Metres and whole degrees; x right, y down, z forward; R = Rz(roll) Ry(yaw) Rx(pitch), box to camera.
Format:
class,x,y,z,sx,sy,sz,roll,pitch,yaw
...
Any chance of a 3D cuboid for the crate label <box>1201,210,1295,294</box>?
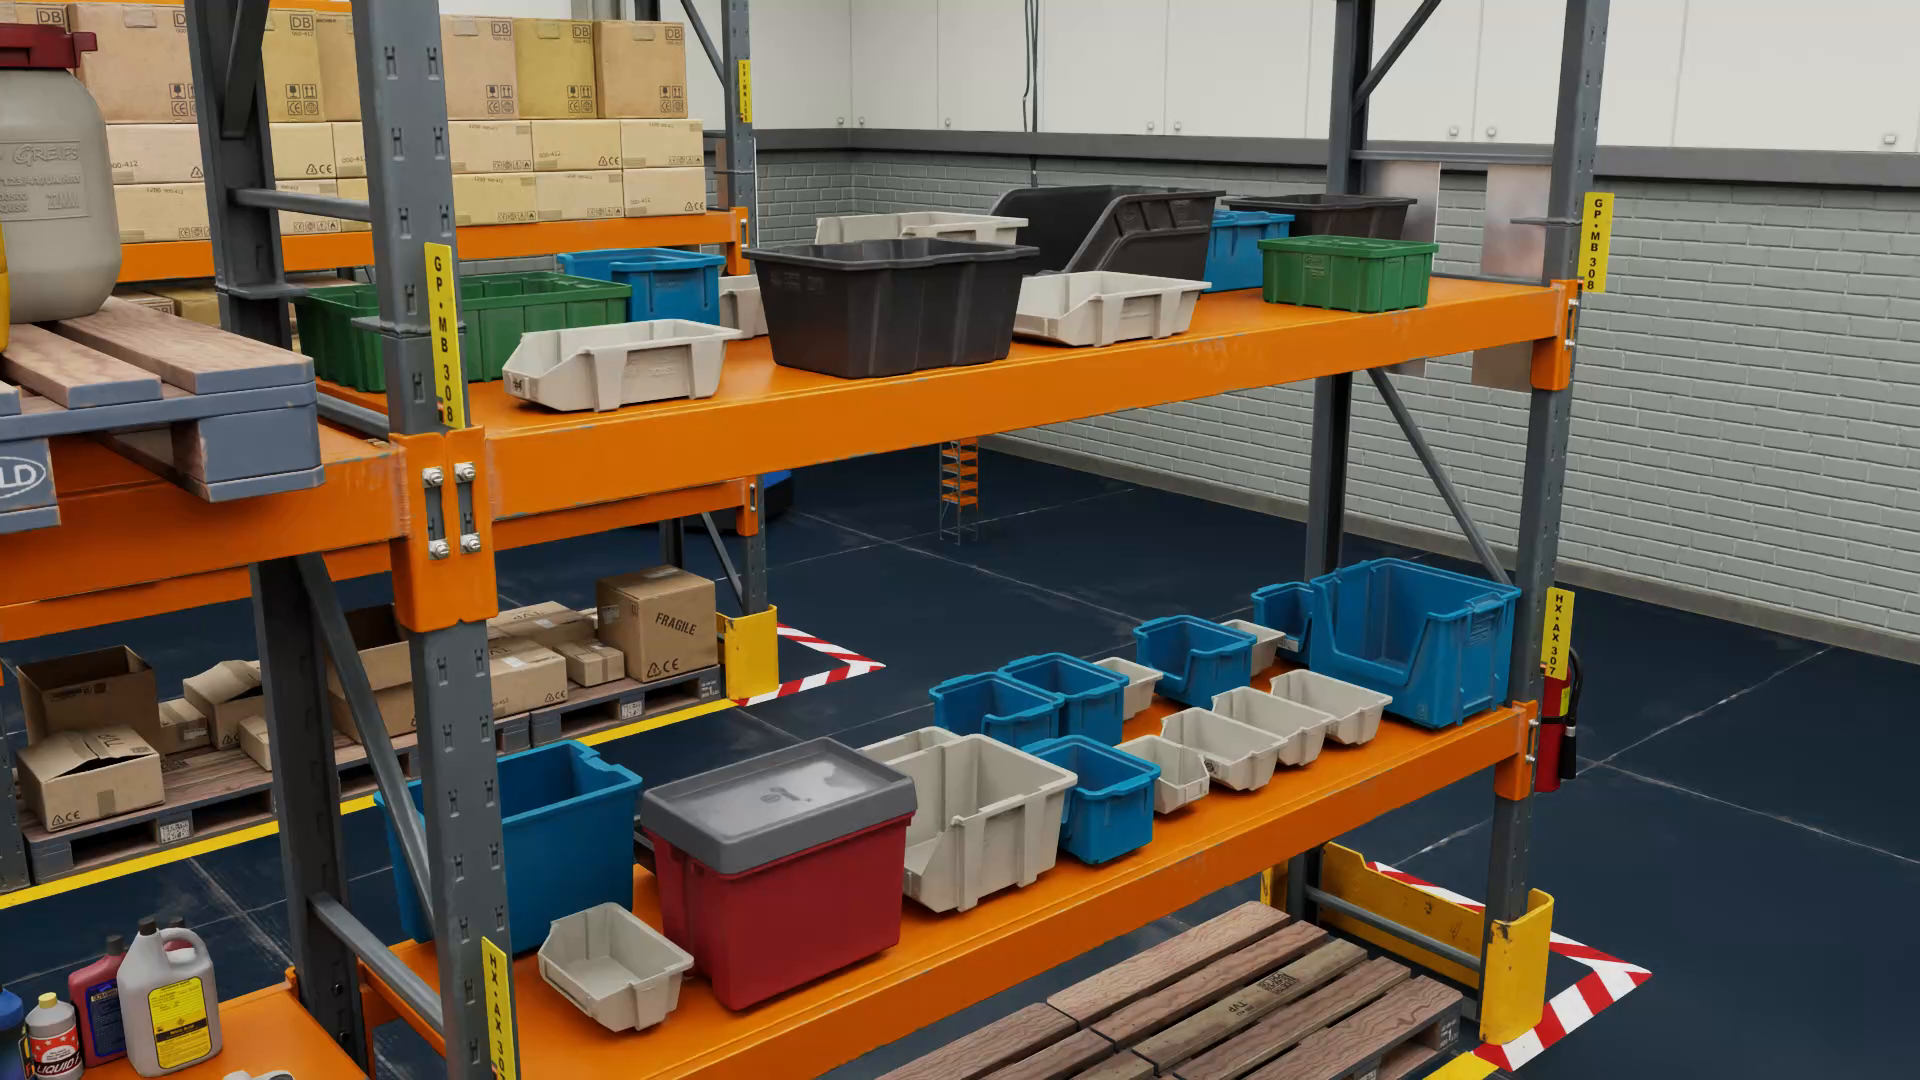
class,x,y,z,sx,sy,sz,roll,pitch,yaw
crate label,0.830,-0.979,5.577,0.502,0.251,0.408,-13,19,-39

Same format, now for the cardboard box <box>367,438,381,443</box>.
class,x,y,z,sx,sy,sz,roll,pitch,yaw
cardboard box,-2.822,-0.801,8.304,0.500,0.500,0.500,-12,19,-38

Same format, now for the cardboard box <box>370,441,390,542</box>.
class,x,y,z,sx,sy,sz,roll,pitch,yaw
cardboard box,-2.819,-0.322,8.448,0.500,0.500,0.500,-13,20,-40

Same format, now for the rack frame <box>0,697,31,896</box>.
class,x,y,z,sx,sy,sz,roll,pitch,yaw
rack frame,-4.528,0.018,7.370,0.127,3.000,1.000,-13,19,-39

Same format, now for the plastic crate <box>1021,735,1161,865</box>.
class,x,y,z,sx,sy,sz,roll,pitch,yaw
plastic crate,0.357,0.755,4.819,0.300,0.233,0.416,-13,19,-39

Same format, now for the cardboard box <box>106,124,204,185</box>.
class,x,y,z,sx,sy,sz,roll,pitch,yaw
cardboard box,-3.622,-1.719,7.384,0.500,0.250,0.500,-13,19,-39

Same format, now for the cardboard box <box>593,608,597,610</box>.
class,x,y,z,sx,sy,sz,roll,pitch,yaw
cardboard box,-2.052,0.509,10.203,0.250,0.149,0.380,-13,19,-39

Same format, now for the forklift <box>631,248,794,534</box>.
class,x,y,z,sx,sy,sz,roll,pitch,yaw
forklift,-2.987,-1.679,13.854,3.031,2.935,1.130,5,16,19

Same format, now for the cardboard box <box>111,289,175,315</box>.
class,x,y,z,sx,sy,sz,roll,pitch,yaw
cardboard box,-6.266,-1.427,12.199,0.700,0.700,0.980,-14,20,-42

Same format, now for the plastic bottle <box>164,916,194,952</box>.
class,x,y,z,sx,sy,sz,roll,pitch,yaw
plastic bottle,-1.836,1.018,3.851,0.133,0.283,0.061,-13,19,-39

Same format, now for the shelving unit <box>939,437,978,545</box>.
class,x,y,z,sx,sy,sz,roll,pitch,yaw
shelving unit,-0.011,-0.577,13.086,0.189,1.200,0.258,-13,19,-39

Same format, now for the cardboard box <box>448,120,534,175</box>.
class,x,y,z,sx,sy,sz,roll,pitch,yaw
cardboard box,-2.487,-1.973,8.332,0.500,0.250,0.500,-13,19,-39

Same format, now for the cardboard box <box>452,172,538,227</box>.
class,x,y,z,sx,sy,sz,roll,pitch,yaw
cardboard box,-2.478,-1.728,8.386,0.500,0.250,0.500,-13,19,-39

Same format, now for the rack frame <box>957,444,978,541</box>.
class,x,y,z,sx,sy,sz,roll,pitch,yaw
rack frame,0.058,-0.593,13.144,0.006,1.200,0.240,-13,19,-39

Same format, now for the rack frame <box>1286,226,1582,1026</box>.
class,x,y,z,sx,sy,sz,roll,pitch,yaw
rack frame,1.738,0.305,6.295,0.127,3.000,1.000,-13,19,-39

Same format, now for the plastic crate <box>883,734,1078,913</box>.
class,x,y,z,sx,sy,sz,roll,pitch,yaw
plastic crate,-0.006,0.788,4.599,0.530,0.282,0.437,-13,19,-39

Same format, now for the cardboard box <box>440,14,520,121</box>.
class,x,y,z,sx,sy,sz,roll,pitch,yaw
cardboard box,-2.627,-2.376,8.390,0.500,0.500,0.700,-13,19,-39

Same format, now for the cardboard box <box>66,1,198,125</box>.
class,x,y,z,sx,sy,sz,roll,pitch,yaw
cardboard box,-3.716,-2.110,7.391,0.500,0.500,0.700,-13,19,-39

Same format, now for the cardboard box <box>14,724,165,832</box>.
class,x,y,z,sx,sy,sz,roll,pitch,yaw
cardboard box,-4.069,1.075,7.769,0.500,0.311,0.500,-13,19,-39

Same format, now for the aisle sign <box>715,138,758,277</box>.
class,x,y,z,sx,sy,sz,roll,pitch,yaw
aisle sign,-1.258,-1.868,9.392,0.004,0.787,0.394,-13,19,-39

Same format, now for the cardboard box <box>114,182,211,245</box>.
class,x,y,z,sx,sy,sz,roll,pitch,yaw
cardboard box,-3.619,-1.477,7.445,0.500,0.250,0.500,-13,19,-39

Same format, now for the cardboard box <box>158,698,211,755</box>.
class,x,y,z,sx,sy,sz,roll,pitch,yaw
cardboard box,-4.041,0.956,8.531,0.250,0.149,0.380,-13,19,-39

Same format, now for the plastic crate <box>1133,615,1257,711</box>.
class,x,y,z,sx,sy,sz,roll,pitch,yaw
plastic crate,0.839,0.446,5.974,0.300,0.233,0.416,-13,19,-39

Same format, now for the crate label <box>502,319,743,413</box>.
class,x,y,z,sx,sy,sz,roll,pitch,yaw
crate label,-0.720,-0.366,3.504,0.466,0.136,0.293,-13,19,-39

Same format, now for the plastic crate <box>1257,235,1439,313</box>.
class,x,y,z,sx,sy,sz,roll,pitch,yaw
plastic crate,1.182,-0.819,5.101,0.336,0.188,0.450,-13,19,-39

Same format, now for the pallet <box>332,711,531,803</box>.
class,x,y,z,sx,sy,sz,roll,pitch,yaw
pallet,-3.088,1.041,8.943,1.213,0.211,1.003,-13,19,-39

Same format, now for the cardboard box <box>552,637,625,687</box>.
class,x,y,z,sx,sy,sz,roll,pitch,yaw
cardboard box,-2.124,0.688,9.500,0.250,0.166,0.380,-13,19,-39

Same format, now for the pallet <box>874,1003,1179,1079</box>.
class,x,y,z,sx,sy,sz,roll,pitch,yaw
pallet,0.171,1.990,5.390,1.213,0.211,1.003,-13,19,-39

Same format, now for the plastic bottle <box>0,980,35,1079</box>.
class,x,y,z,sx,sy,sz,roll,pitch,yaw
plastic bottle,-2.085,1.086,3.620,0.097,0.271,0.097,0,15,0

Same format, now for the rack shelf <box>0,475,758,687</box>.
class,x,y,z,sx,sy,sz,roll,pitch,yaw
rack shelf,-3.019,0.027,8.732,4.000,0.370,1.077,-13,19,-39

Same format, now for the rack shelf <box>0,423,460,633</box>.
class,x,y,z,sx,sy,sz,roll,pitch,yaw
rack shelf,-2.788,0.220,2.195,4.000,0.370,1.077,-13,19,-39

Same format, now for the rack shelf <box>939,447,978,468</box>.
class,x,y,z,sx,sy,sz,roll,pitch,yaw
rack shelf,-0.011,-0.650,13.066,0.180,0.103,0.258,-13,19,-39

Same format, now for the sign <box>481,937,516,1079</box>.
class,x,y,z,sx,sy,sz,roll,pitch,yaw
sign,-0.920,0.957,3.320,0.005,0.325,0.100,-13,19,-39

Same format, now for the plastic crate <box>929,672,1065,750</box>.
class,x,y,z,sx,sy,sz,roll,pitch,yaw
plastic crate,0.116,0.609,5.366,0.300,0.233,0.416,-13,19,-39

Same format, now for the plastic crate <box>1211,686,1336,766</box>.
class,x,y,z,sx,sy,sz,roll,pitch,yaw
plastic crate,1.014,0.623,5.498,0.243,0.136,0.396,-13,19,-39

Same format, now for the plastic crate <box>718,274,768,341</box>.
class,x,y,z,sx,sy,sz,roll,pitch,yaw
plastic crate,-0.570,-0.628,4.489,0.466,0.136,0.293,-13,19,-39

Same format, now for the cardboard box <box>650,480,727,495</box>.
class,x,y,z,sx,sy,sz,roll,pitch,yaw
cardboard box,-1.670,-0.579,9.412,0.500,0.500,0.500,-12,19,-38

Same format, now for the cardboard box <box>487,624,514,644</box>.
class,x,y,z,sx,sy,sz,roll,pitch,yaw
cardboard box,-2.861,0.663,9.433,0.500,0.250,0.500,-13,19,-39

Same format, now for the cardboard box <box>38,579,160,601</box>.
class,x,y,z,sx,sy,sz,roll,pitch,yaw
cardboard box,-3.965,-0.064,7.482,0.500,0.500,0.500,-12,19,-38

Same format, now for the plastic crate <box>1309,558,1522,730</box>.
class,x,y,z,sx,sy,sz,roll,pitch,yaw
plastic crate,1.608,0.352,5.934,0.499,0.435,0.616,-13,19,-39

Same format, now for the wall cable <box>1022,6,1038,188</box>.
class,x,y,z,sx,sy,sz,roll,pitch,yaw
wall cable,-0.264,-3.910,16.468,0.112,2.526,3.097,-13,19,-39

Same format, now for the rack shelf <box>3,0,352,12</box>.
class,x,y,z,sx,sy,sz,roll,pitch,yaw
rack shelf,-6.274,-3.642,11.617,4.000,0.370,1.077,-13,19,-39

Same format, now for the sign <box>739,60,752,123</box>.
class,x,y,z,sx,sy,sz,roll,pitch,yaw
sign,-1.161,-2.425,8.989,0.005,0.325,0.100,-13,19,-39

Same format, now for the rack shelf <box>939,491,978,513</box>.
class,x,y,z,sx,sy,sz,roll,pitch,yaw
rack shelf,-0.011,-0.302,13.159,0.180,0.103,0.258,-13,19,-39
